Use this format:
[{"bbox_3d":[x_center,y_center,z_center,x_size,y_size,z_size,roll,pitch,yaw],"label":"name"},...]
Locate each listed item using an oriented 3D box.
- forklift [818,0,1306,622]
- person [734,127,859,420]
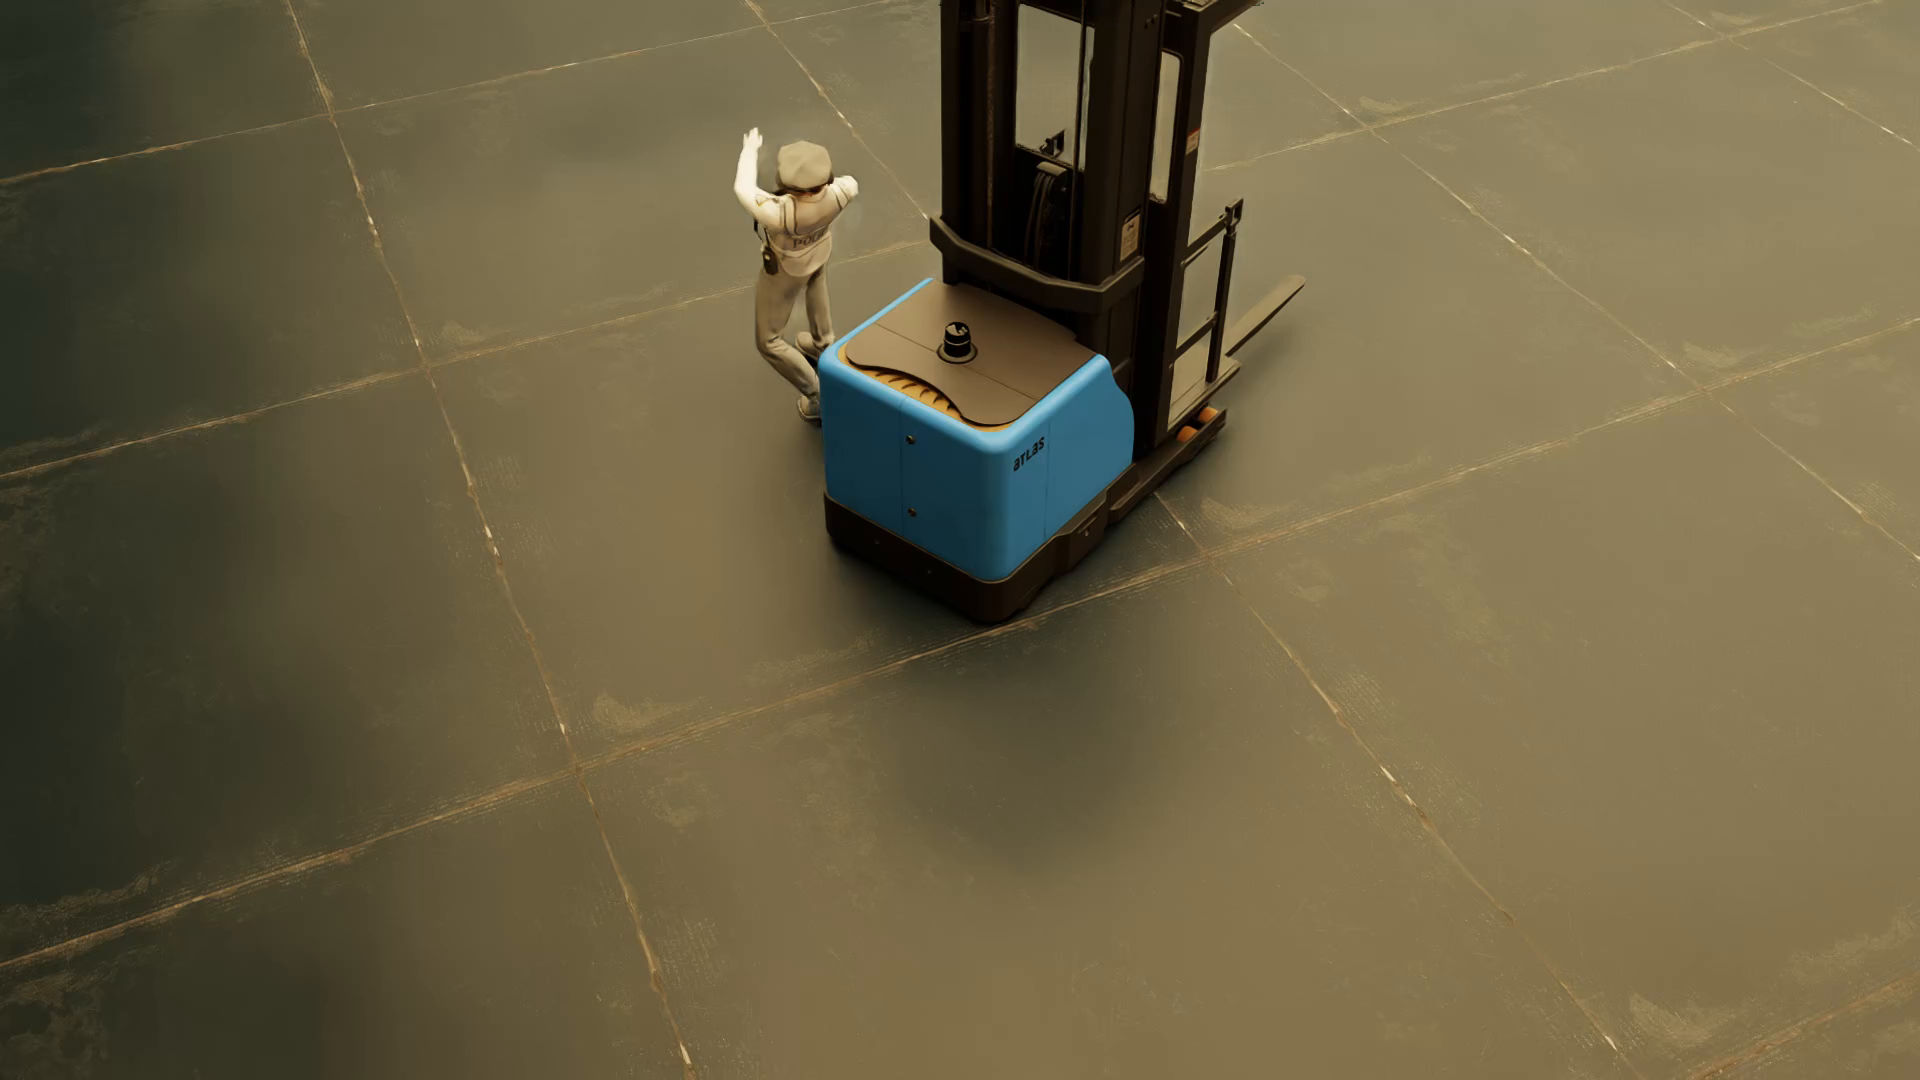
[{"bbox_3d":[0.680,-1.660,7.459,1.130,2.935,3.031,28,50,27],"label":"forklift"},{"bbox_3d":[-0.730,-1.445,8.249,0.778,1.463,0.871,24,48,24],"label":"person"}]
